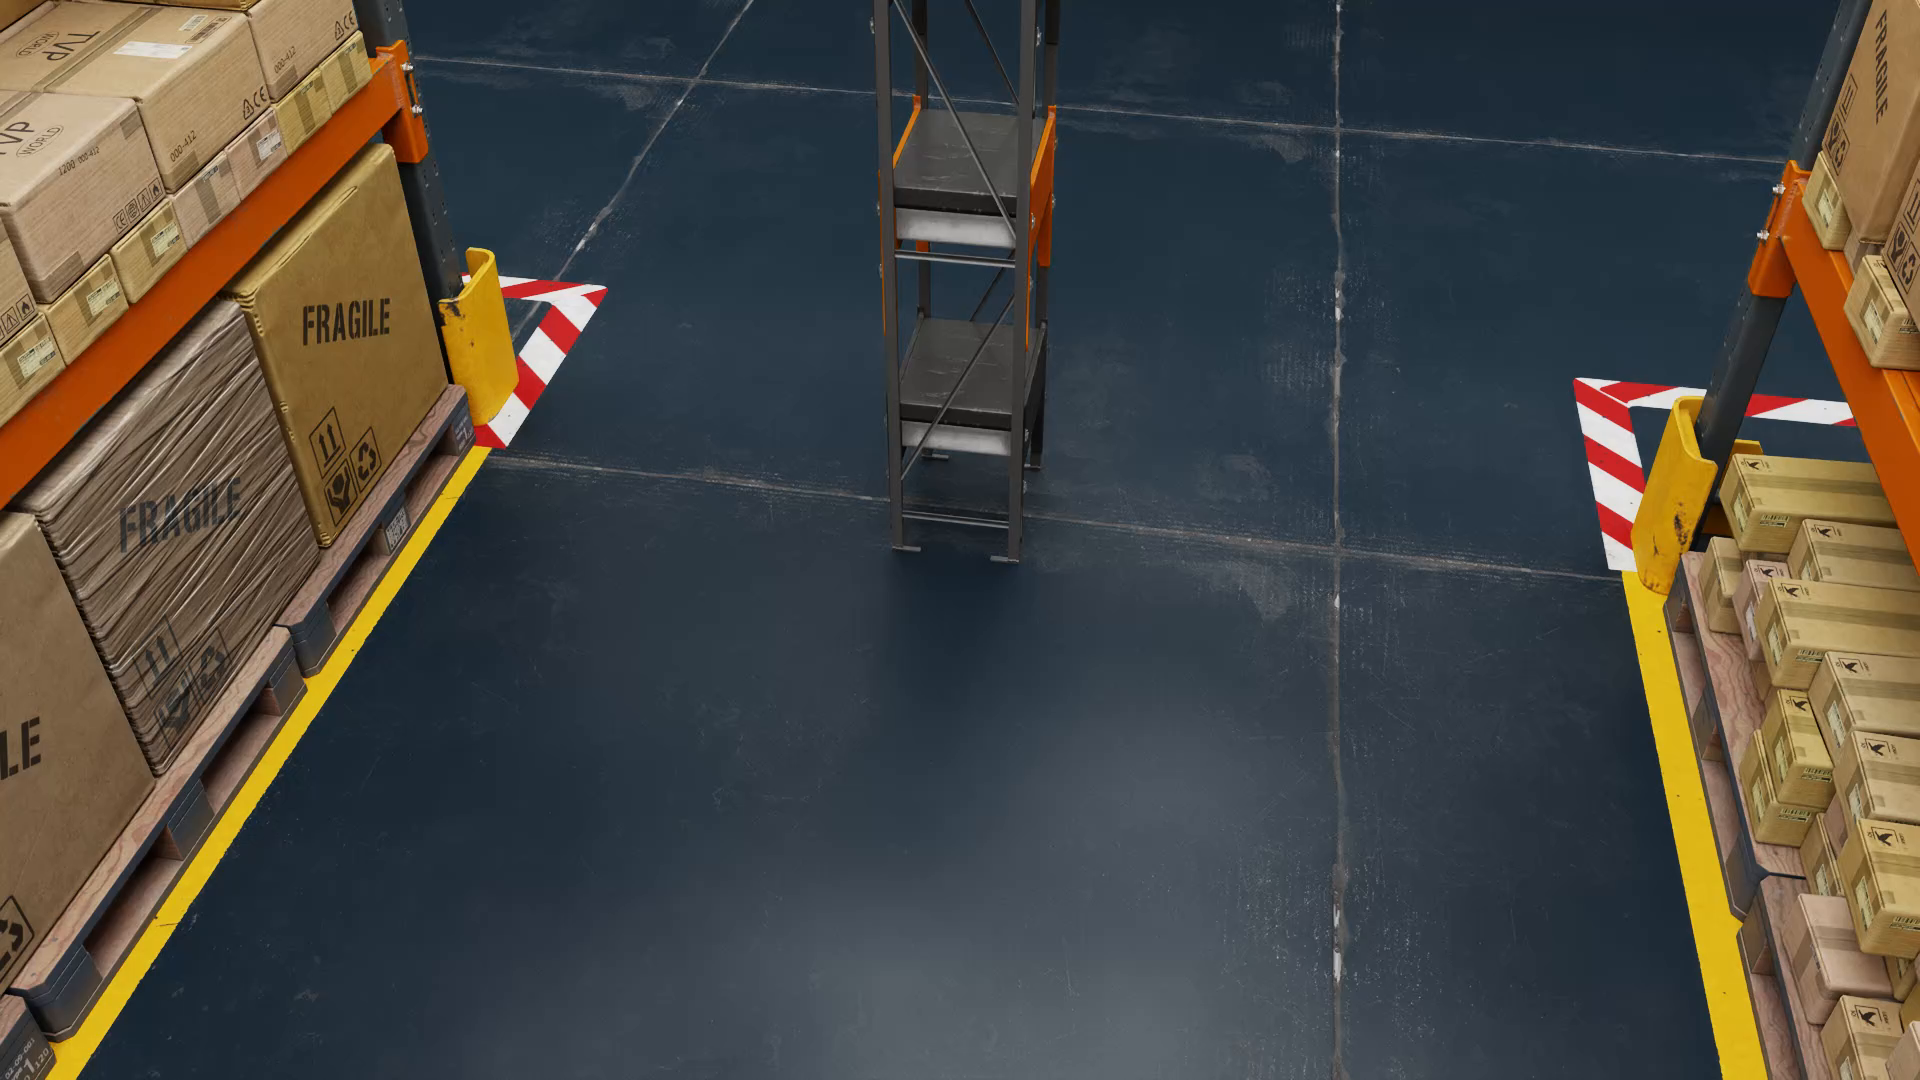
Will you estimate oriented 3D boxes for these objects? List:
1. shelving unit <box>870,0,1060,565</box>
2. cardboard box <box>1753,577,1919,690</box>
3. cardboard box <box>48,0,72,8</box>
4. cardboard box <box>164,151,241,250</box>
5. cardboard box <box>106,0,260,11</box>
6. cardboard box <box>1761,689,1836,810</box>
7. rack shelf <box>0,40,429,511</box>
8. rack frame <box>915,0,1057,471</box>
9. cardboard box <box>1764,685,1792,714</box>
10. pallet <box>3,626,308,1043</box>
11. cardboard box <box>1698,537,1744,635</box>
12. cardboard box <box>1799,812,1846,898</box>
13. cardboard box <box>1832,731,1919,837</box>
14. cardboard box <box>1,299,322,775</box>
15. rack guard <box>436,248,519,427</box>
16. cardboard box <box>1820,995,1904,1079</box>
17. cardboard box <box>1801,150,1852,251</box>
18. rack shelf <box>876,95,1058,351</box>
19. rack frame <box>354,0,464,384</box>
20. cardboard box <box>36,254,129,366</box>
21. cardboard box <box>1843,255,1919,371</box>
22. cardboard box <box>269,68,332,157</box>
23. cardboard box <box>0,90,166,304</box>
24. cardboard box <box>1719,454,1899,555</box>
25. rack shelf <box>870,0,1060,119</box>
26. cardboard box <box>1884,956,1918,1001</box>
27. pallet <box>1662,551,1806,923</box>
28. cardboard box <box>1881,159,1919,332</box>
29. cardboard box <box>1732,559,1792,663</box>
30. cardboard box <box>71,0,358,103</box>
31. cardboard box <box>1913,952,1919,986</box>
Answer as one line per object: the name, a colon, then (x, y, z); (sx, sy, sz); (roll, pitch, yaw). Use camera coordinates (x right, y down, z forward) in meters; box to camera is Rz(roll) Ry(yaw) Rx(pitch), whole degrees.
shelving unit: (0.029, -0.913, 4.707); (0.431, 2.100, 0.503); (6, 40, 8)
cardboard box: (2.170, 0.243, 4.043); (0.380, 0.149, 0.250); (6, 40, 8)
cardboard box: (-2.522, -1.482, 4.573); (0.500, 0.250, 0.500); (5, 40, 6)
cardboard box: (-2.043, -0.862, 4.136); (0.380, 0.149, 0.250); (7, 40, 8)
cardboard box: (-1.999, -1.708, 4.257); (0.500, 0.500, 0.500); (7, 40, 8)
cardboard box: (2.141, 0.515, 3.948); (0.380, 0.149, 0.250); (8, 40, 9)
rack shelf: (-2.519, -0.164, 3.659); (1.077, 0.370, 4.000); (6, 40, 8)
rack frame: (0.071, -1.066, 4.892); (0.400, 2.100, 0.015); (6, 40, 8)
cardboard box: (2.288, 0.474, 4.230); (0.380, 0.149, 0.250); (7, 40, 8)
pallet: (-2.448, 0.652, 4.296); (1.003, 0.211, 1.213); (6, 40, 8)
cardboard box: (2.288, 0.144, 4.629); (0.380, 0.149, 0.250); (7, 40, 9)
cardboard box: (2.185, 0.793, 3.845); (0.380, 0.149, 0.250); (6, 40, 8)
cardboard box: (2.151, 0.581, 3.634); (0.380, 0.149, 0.250); (8, 40, 9)
cardboard box: (-2.363, -0.058, 4.304); (0.875, 0.875, 0.875); (6, 40, 8)
rack guard: (-2.169, -0.748, 5.763); (1.175, 0.500, 0.348); (6, 40, 8)
cardboard box: (2.034, 1.116, 3.453); (0.380, 0.149, 0.250); (6, 40, 8)
cardboard box: (2.315, -0.822, 4.088); (0.380, 0.149, 0.250); (6, 40, 7)
rack shelf: (0.029, -0.903, 4.715); (0.431, 0.518, 0.480); (6, 40, 8)
rack frame: (-2.173, -1.697, 4.948); (1.000, 3.000, 0.127); (6, 40, 8)
cardboard box: (-2.130, -0.536, 3.741); (0.380, 0.149, 0.250); (7, 40, 8)
cardboard box: (2.213, -0.495, 3.692); (0.380, 0.149, 0.250); (5, 40, 6)
cardboard box: (-1.954, -1.177, 4.516); (0.380, 0.149, 0.250); (7, 40, 8)
cardboard box: (-2.172, -0.782, 3.726); (0.500, 0.250, 0.500); (5, 40, 6)
cardboard box: (2.269, -0.087, 4.442); (0.380, 0.149, 0.250); (5, 40, 6)
rack shelf: (0.029, -1.442, 4.269); (0.431, 0.518, 0.480); (6, 40, 8)
cardboard box: (2.183, 0.866, 3.522); (0.380, 0.149, 0.250); (8, 40, 10)
pallet: (2.506, 0.542, 4.429); (1.003, 0.211, 1.213); (6, 40, 8)
cardboard box: (2.277, -0.649, 3.370); (0.500, 0.500, 0.500); (6, 40, 8)
cardboard box: (2.248, 0.202, 4.326); (0.380, 0.149, 0.250); (6, 40, 7)
cardboard box: (-1.996, -1.420, 4.498); (0.500, 0.250, 0.500); (6, 40, 7)
cardboard box: (2.112, 0.909, 3.237); (0.380, 0.149, 0.250); (6, 40, 8)
